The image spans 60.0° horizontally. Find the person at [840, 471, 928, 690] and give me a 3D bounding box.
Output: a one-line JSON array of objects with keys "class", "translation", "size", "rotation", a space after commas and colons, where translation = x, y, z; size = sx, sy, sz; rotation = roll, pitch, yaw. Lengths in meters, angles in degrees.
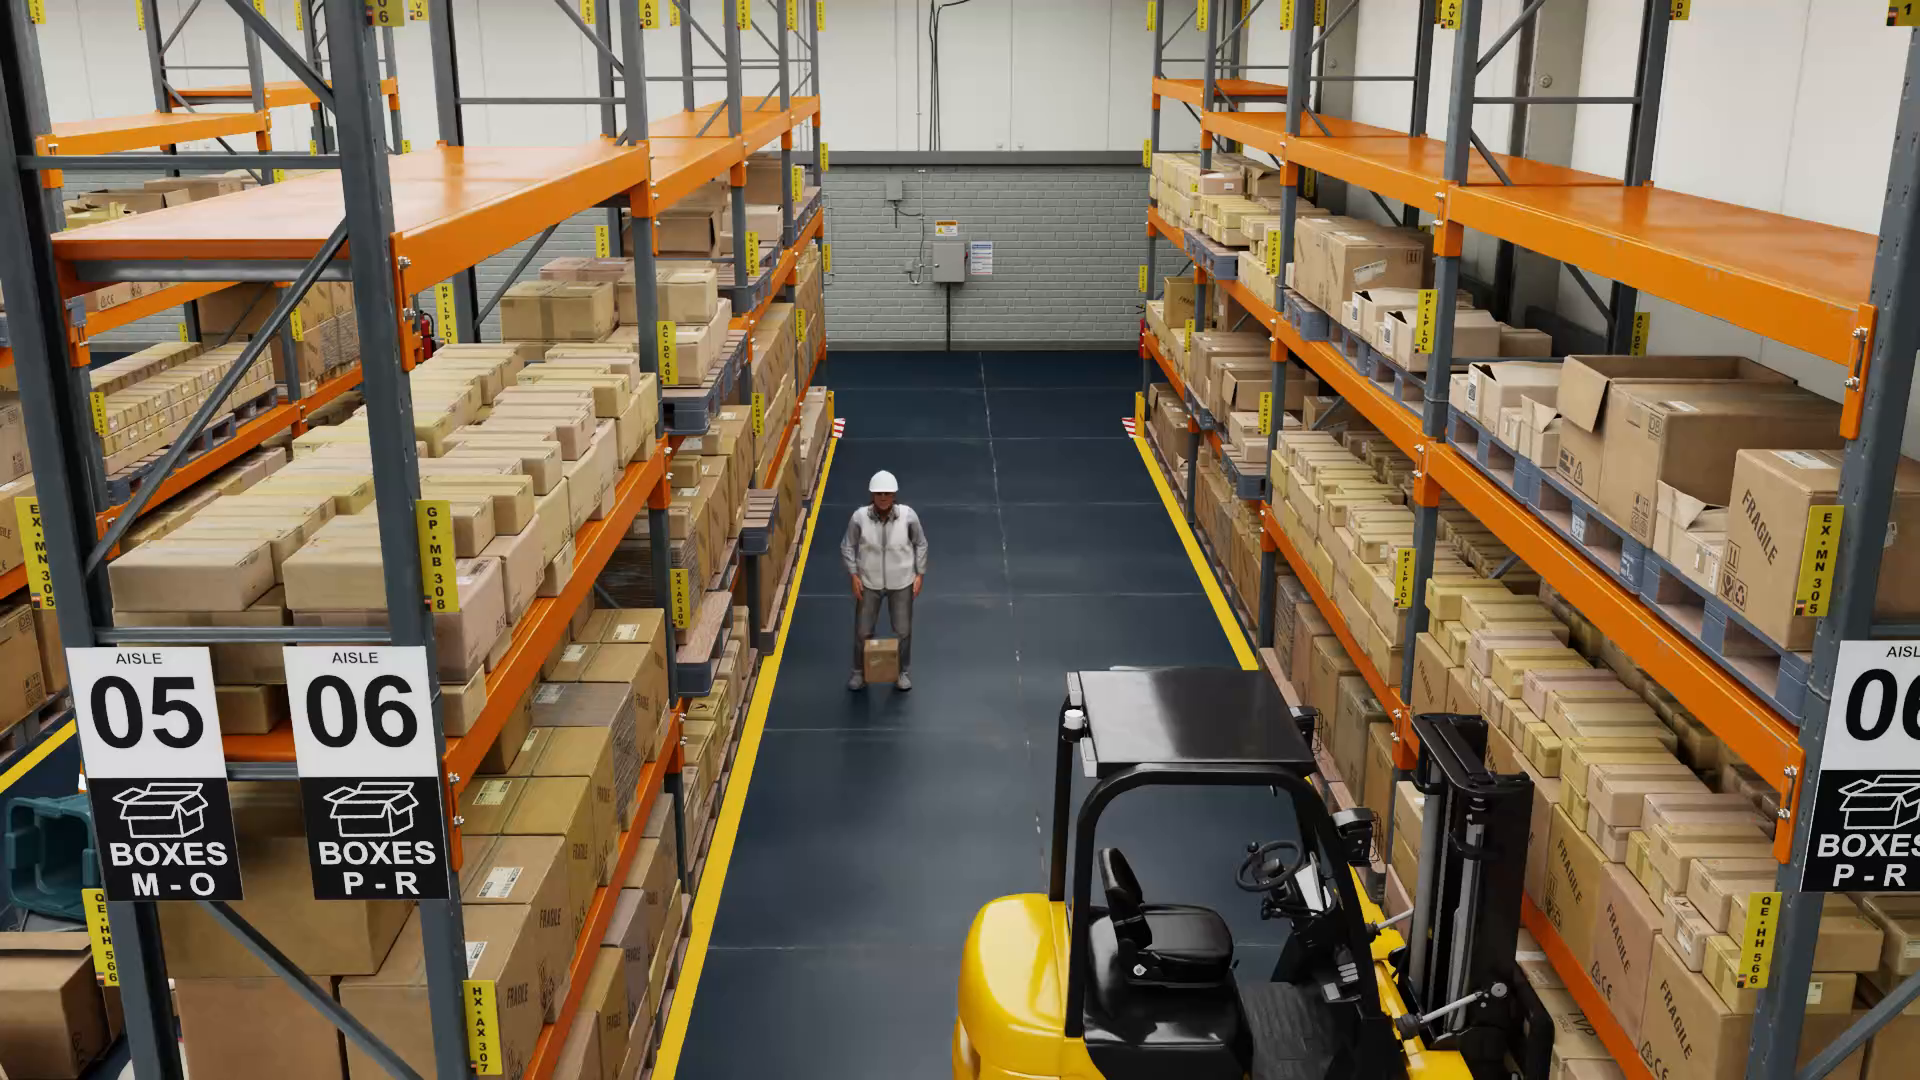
[{"class": "person", "translation": [-0.567, 0.310, 12.519], "size": [0.658, 1.750, 0.500], "rotation": [0, 17, 0]}]
